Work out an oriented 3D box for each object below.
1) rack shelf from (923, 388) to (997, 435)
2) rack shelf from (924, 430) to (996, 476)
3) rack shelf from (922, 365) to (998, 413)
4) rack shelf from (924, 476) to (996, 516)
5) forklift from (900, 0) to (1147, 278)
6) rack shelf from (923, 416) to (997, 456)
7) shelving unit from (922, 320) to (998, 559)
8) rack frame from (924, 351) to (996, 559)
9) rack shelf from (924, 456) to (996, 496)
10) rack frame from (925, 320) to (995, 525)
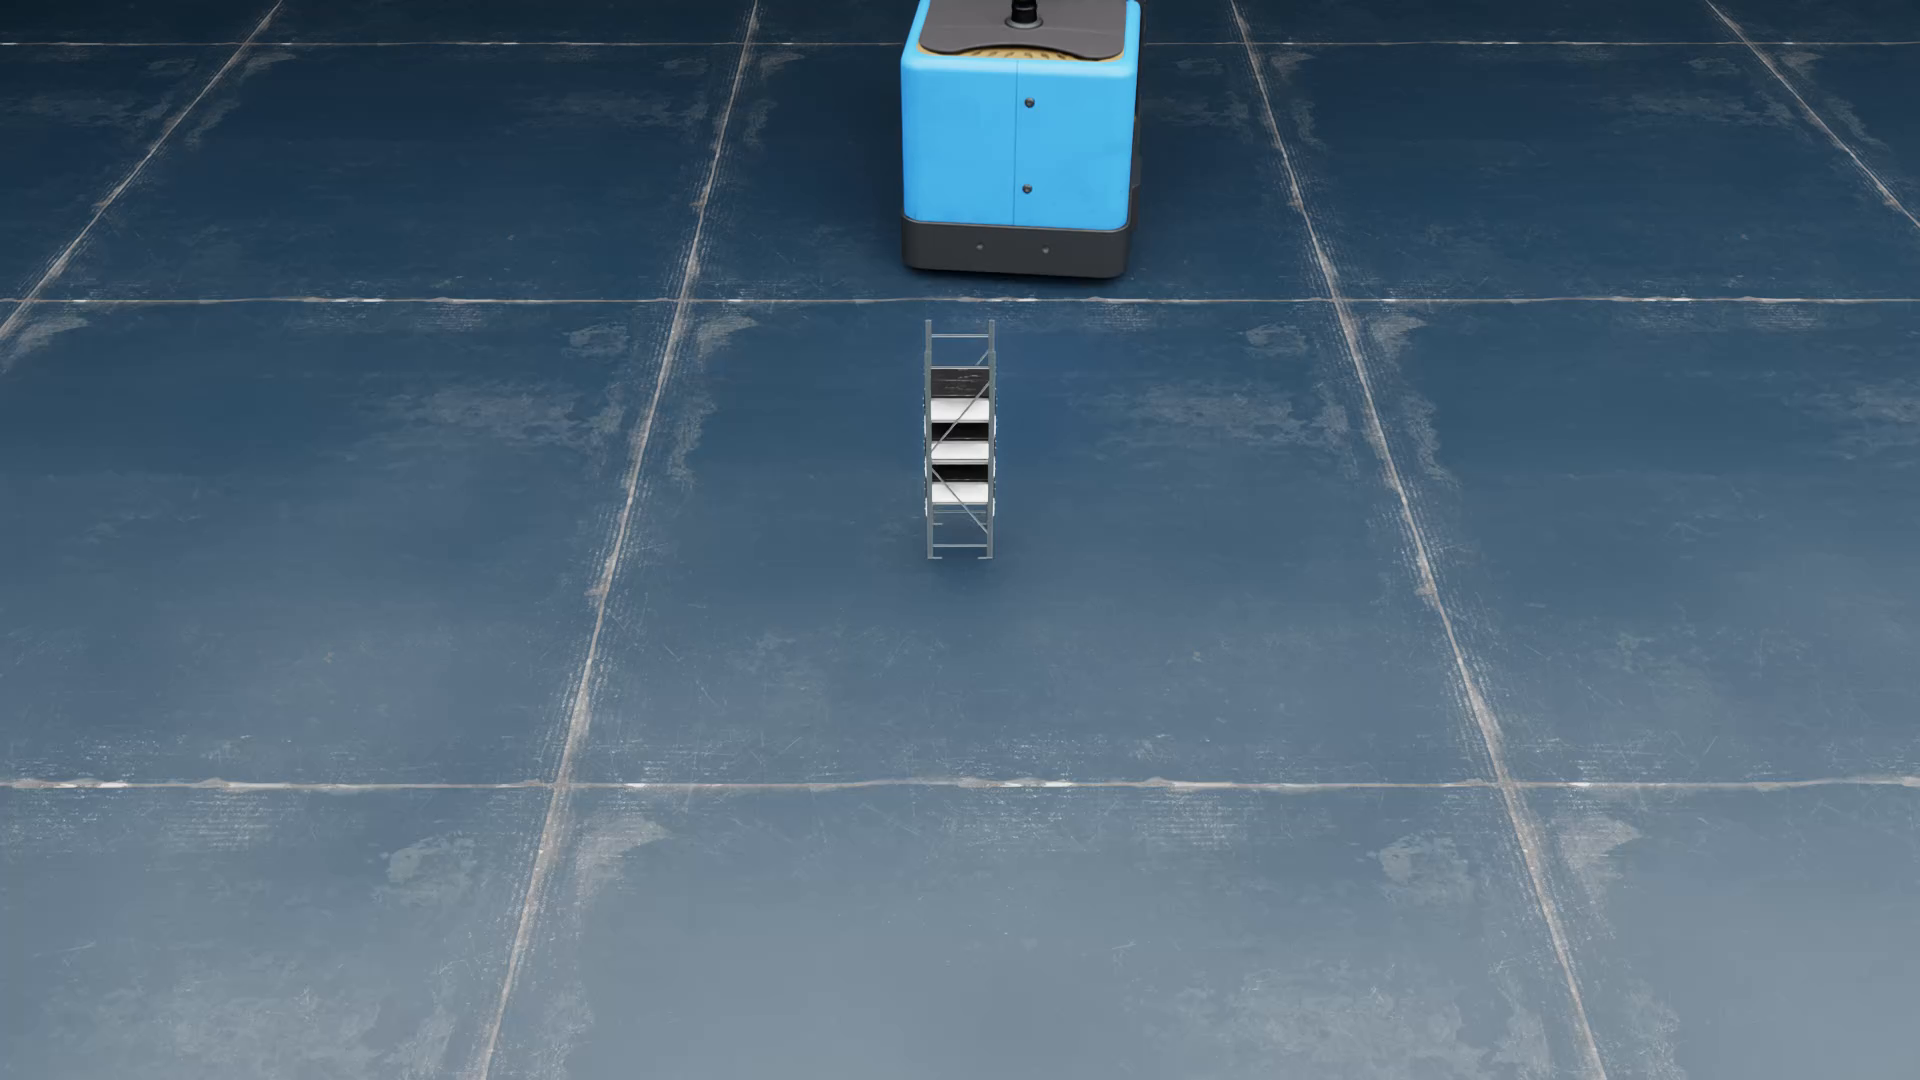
[{"bbox_3d":[0.000,-0.461,5.871,0.258,0.077,0.200,0,39,0],"label":"rack shelf"},{"bbox_3d":[0.000,-0.320,5.983,0.258,0.077,0.200,0,39,0],"label":"rack shelf"},{"bbox_3d":[0.000,-0.531,5.814,0.258,0.077,0.200,0,39,0],"label":"rack shelf"},{"bbox_3d":[0.000,-0.180,6.096,0.258,0.077,0.200,0,39,0],"label":"rack shelf"},{"bbox_3d":[0.396,-3.259,7.973,1.130,2.935,3.031,4,39,5],"label":"forklift"},{"bbox_3d":[0.000,-0.390,5.927,0.258,0.077,0.200,0,39,0],"label":"rack shelf"},{"bbox_3d":[0.000,-0.346,5.962,0.258,0.900,0.210,0,39,0],"label":"shelving unit"},{"bbox_3d":[0.000,-0.282,5.883,0.240,0.900,0.006,0,39,0],"label":"rack frame"},{"bbox_3d":[0.000,-0.250,6.039,0.258,0.077,0.200,0,39,0],"label":"rack shelf"},{"bbox_3d":[0.000,-0.410,6.042,0.240,0.900,0.006,0,39,0],"label":"rack frame"}]
